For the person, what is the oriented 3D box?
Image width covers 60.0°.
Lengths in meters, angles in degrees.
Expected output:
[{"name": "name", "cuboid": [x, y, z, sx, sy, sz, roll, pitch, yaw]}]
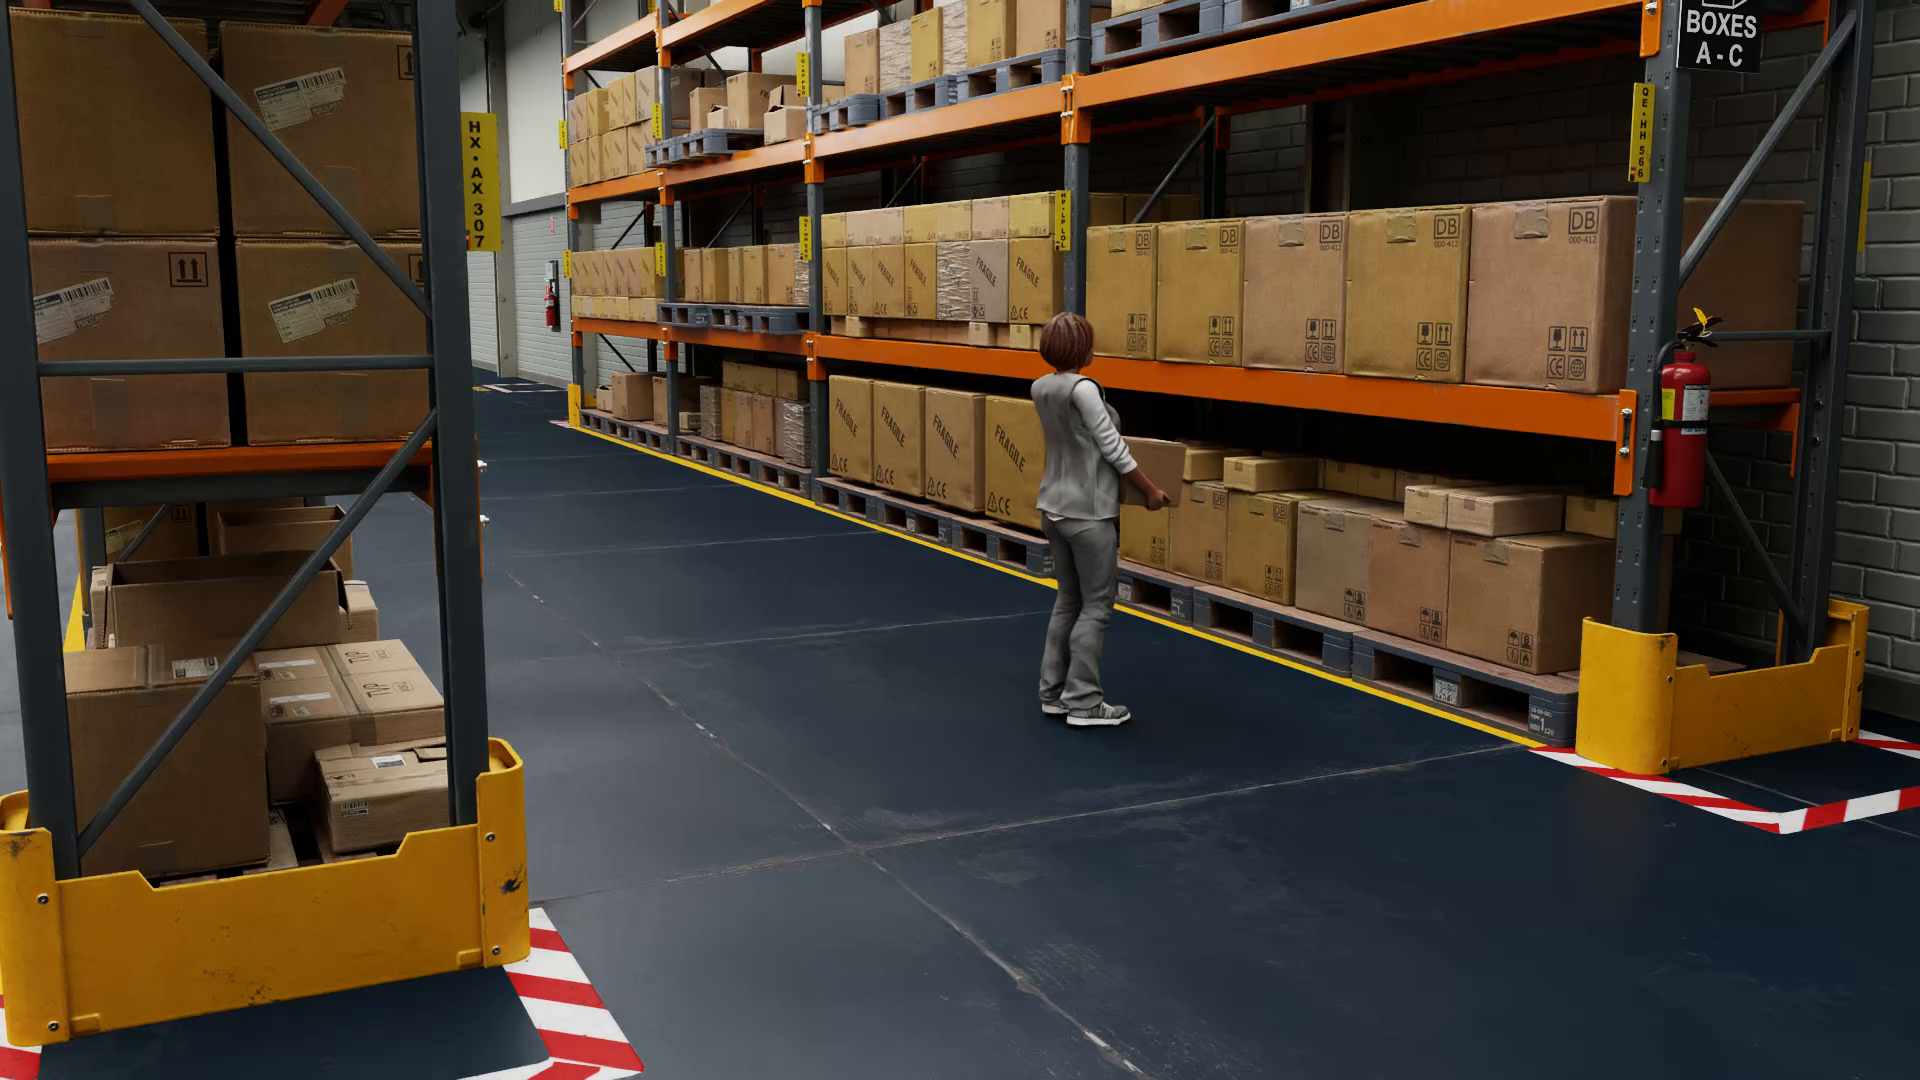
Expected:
[{"name": "person", "cuboid": [0.536, -0.087, 6.468, 0.492, 1.588, 0.406, -4, 10, -25]}]
